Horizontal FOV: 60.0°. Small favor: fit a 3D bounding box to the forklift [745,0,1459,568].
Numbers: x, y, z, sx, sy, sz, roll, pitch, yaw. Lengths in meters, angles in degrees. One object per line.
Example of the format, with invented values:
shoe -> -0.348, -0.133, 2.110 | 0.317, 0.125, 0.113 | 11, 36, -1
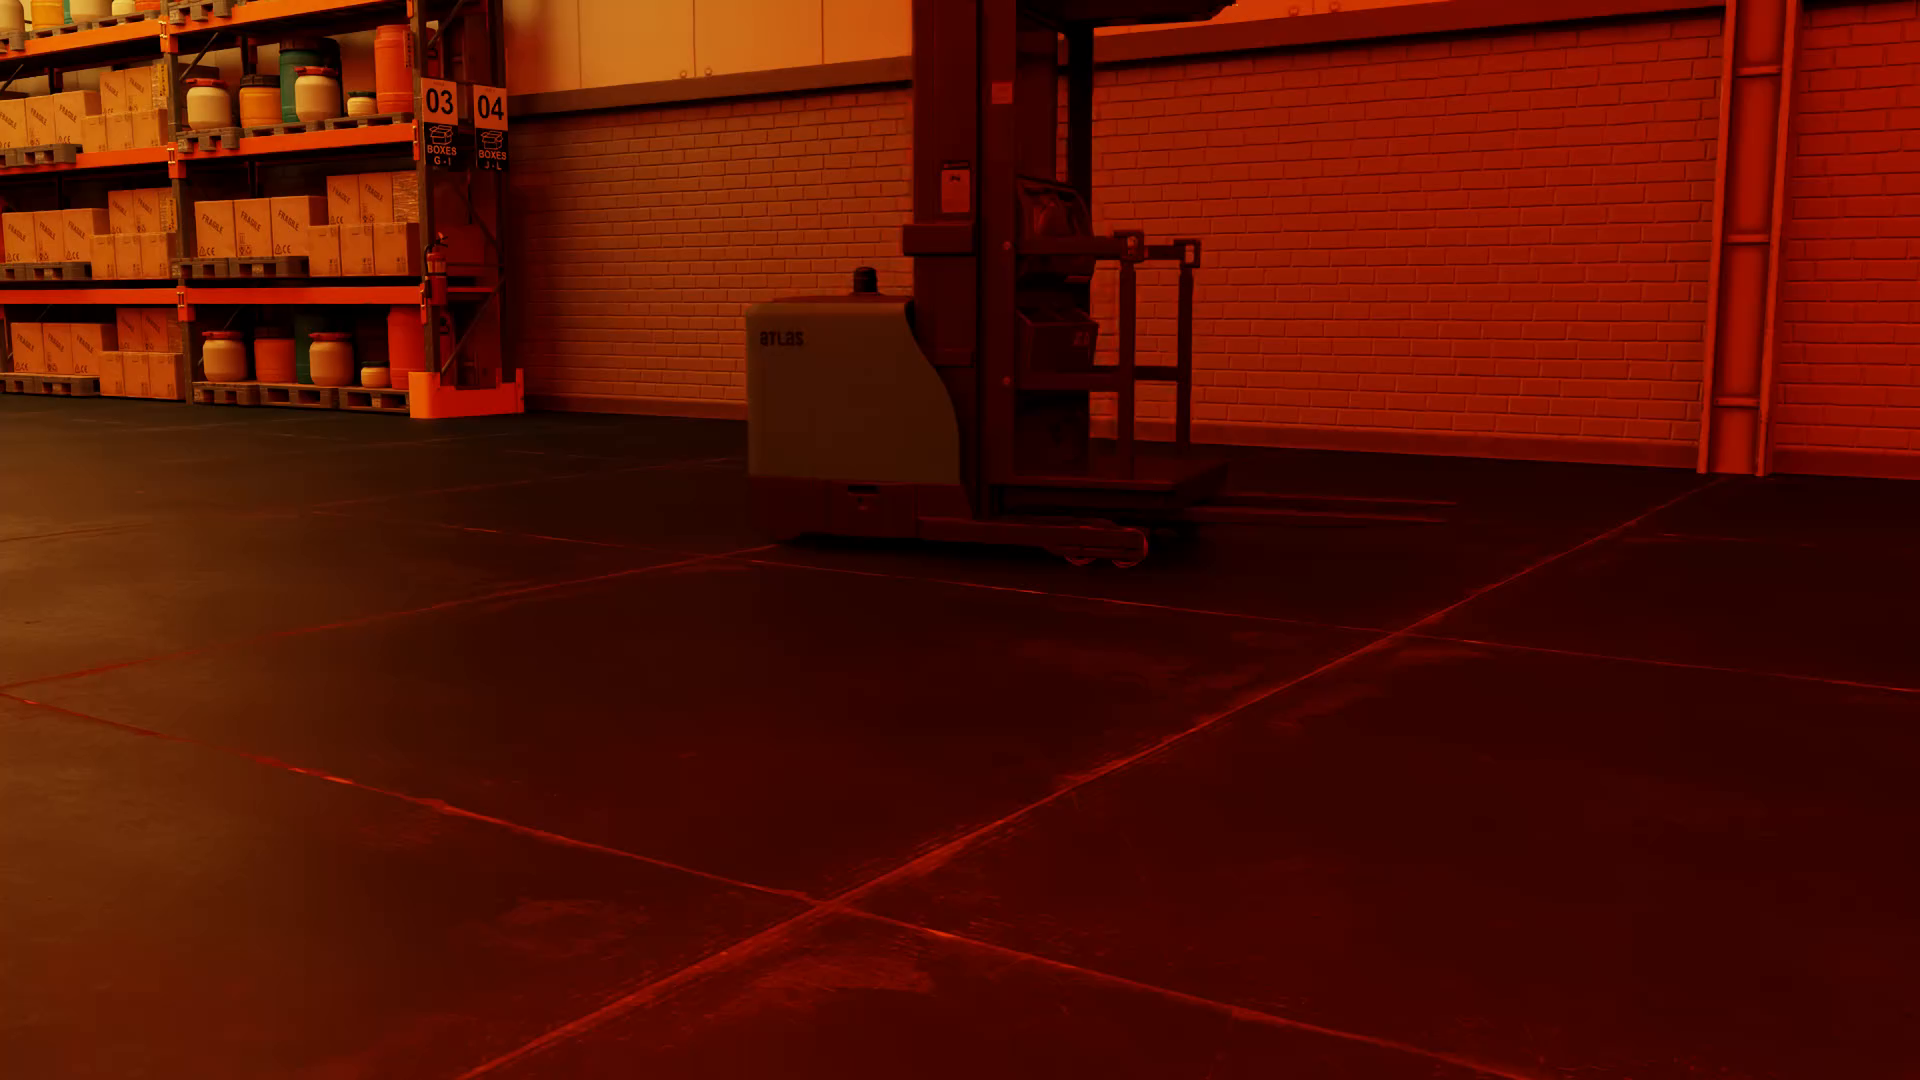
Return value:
forklift -> 0.605, -1.421, 7.183 | 3.031, 2.935, 1.130 | 3, 9, 21
